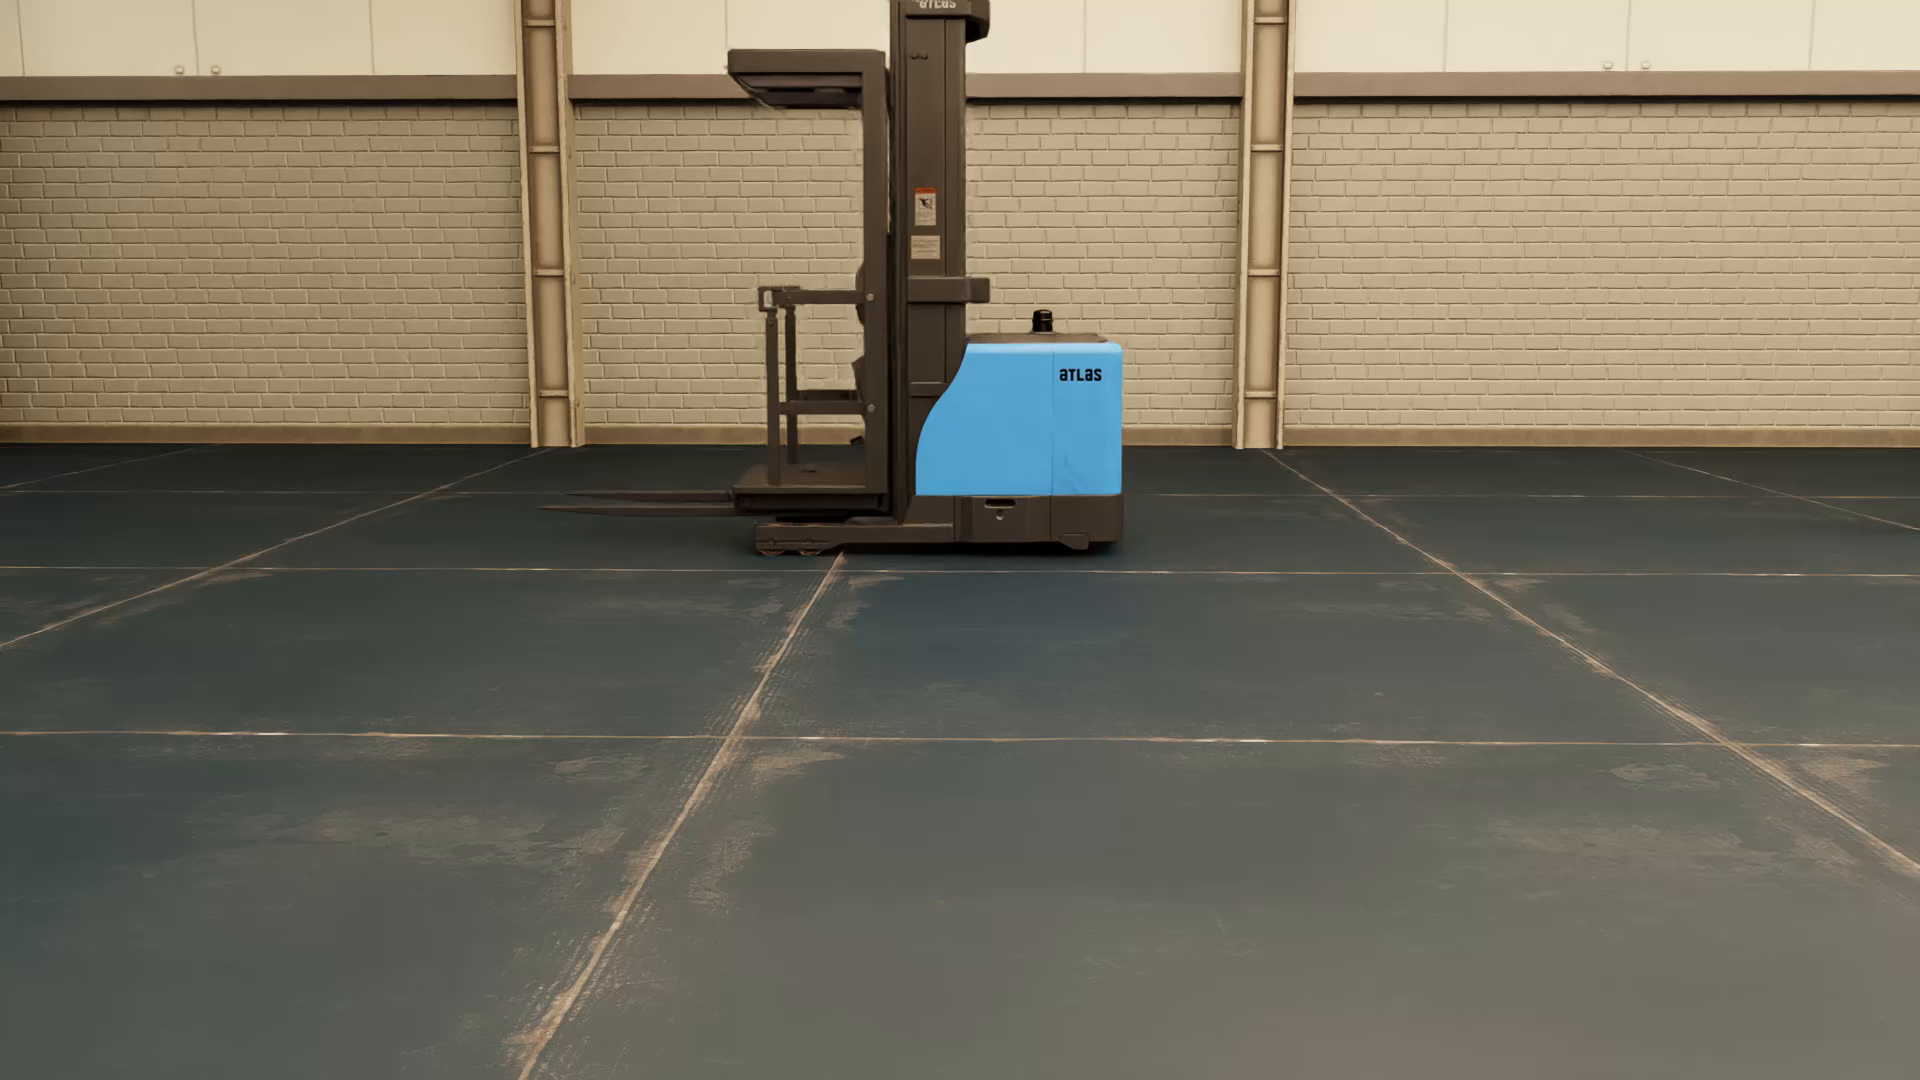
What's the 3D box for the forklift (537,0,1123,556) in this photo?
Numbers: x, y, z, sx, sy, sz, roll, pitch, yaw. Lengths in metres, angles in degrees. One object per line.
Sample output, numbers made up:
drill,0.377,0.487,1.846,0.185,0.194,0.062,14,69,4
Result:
forklift,-0.680,-1.446,8.759,3.031,2.935,1.130,0,9,0
